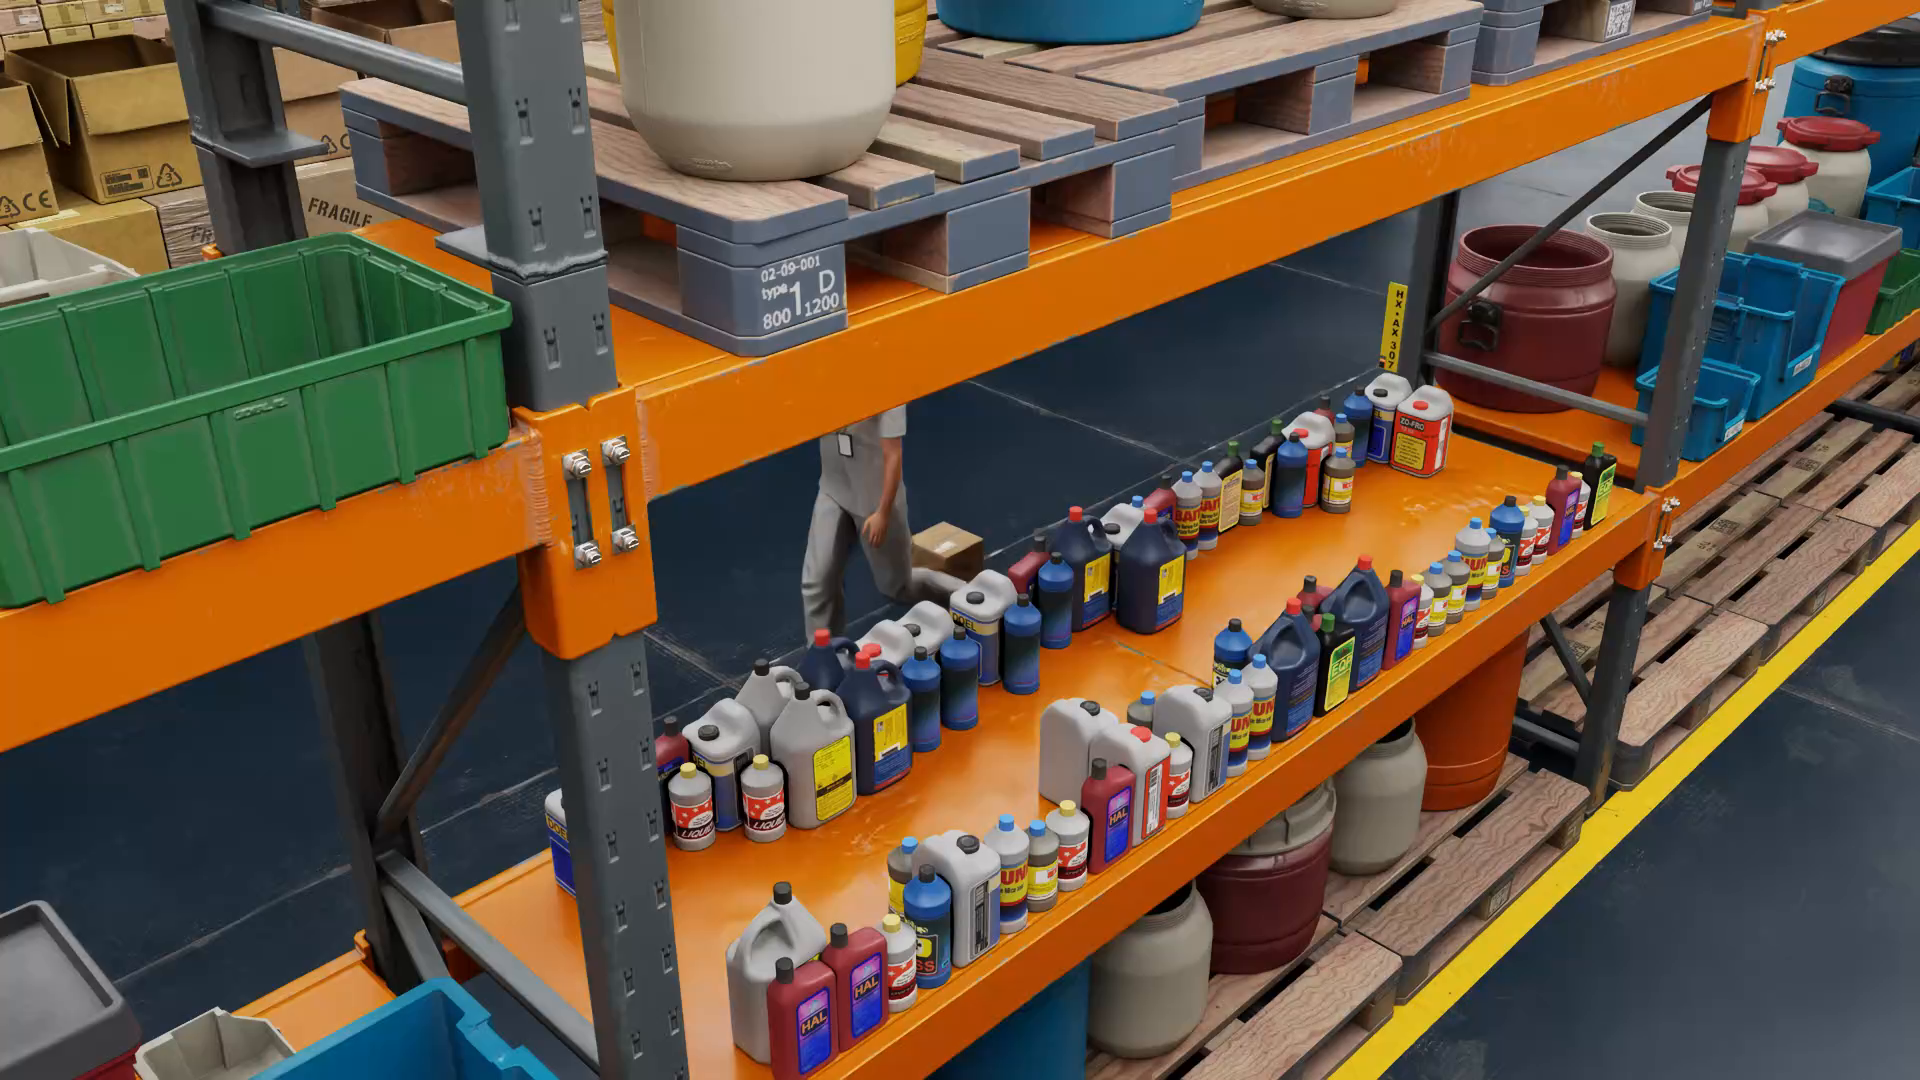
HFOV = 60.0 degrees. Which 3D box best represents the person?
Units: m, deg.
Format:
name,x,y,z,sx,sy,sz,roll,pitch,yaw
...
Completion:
name,x,y,z,sx,sy,sz,roll,pitch,yaw
person,-0.339,-0.186,6.471,0.438,1.641,0.909,21,34,34
